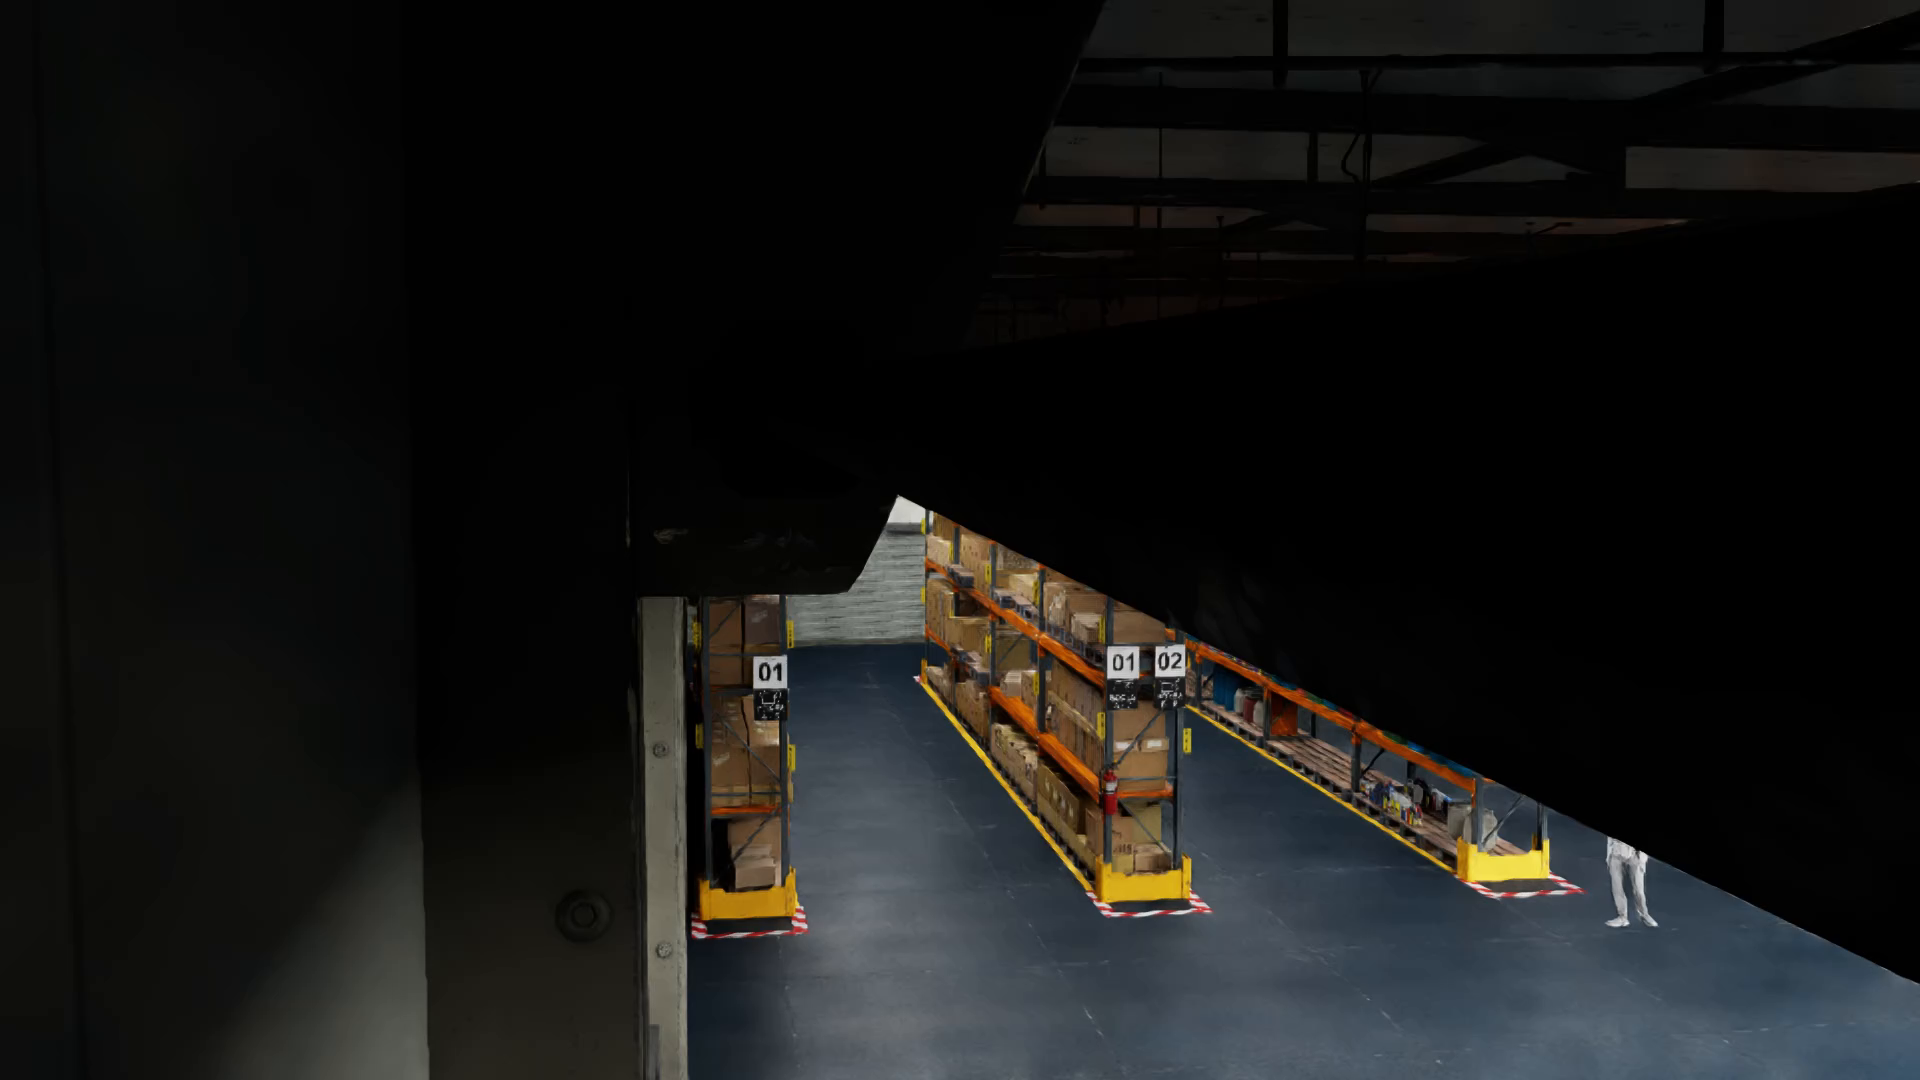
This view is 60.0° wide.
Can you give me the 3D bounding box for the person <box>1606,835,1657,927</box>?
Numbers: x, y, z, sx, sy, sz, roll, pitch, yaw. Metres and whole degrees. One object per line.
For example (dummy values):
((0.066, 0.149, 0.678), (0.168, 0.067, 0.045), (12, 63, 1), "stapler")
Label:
((7.982, 3.768, 19.796), (0.522, 1.664, 0.569), (-4, 6, -37), "person")
